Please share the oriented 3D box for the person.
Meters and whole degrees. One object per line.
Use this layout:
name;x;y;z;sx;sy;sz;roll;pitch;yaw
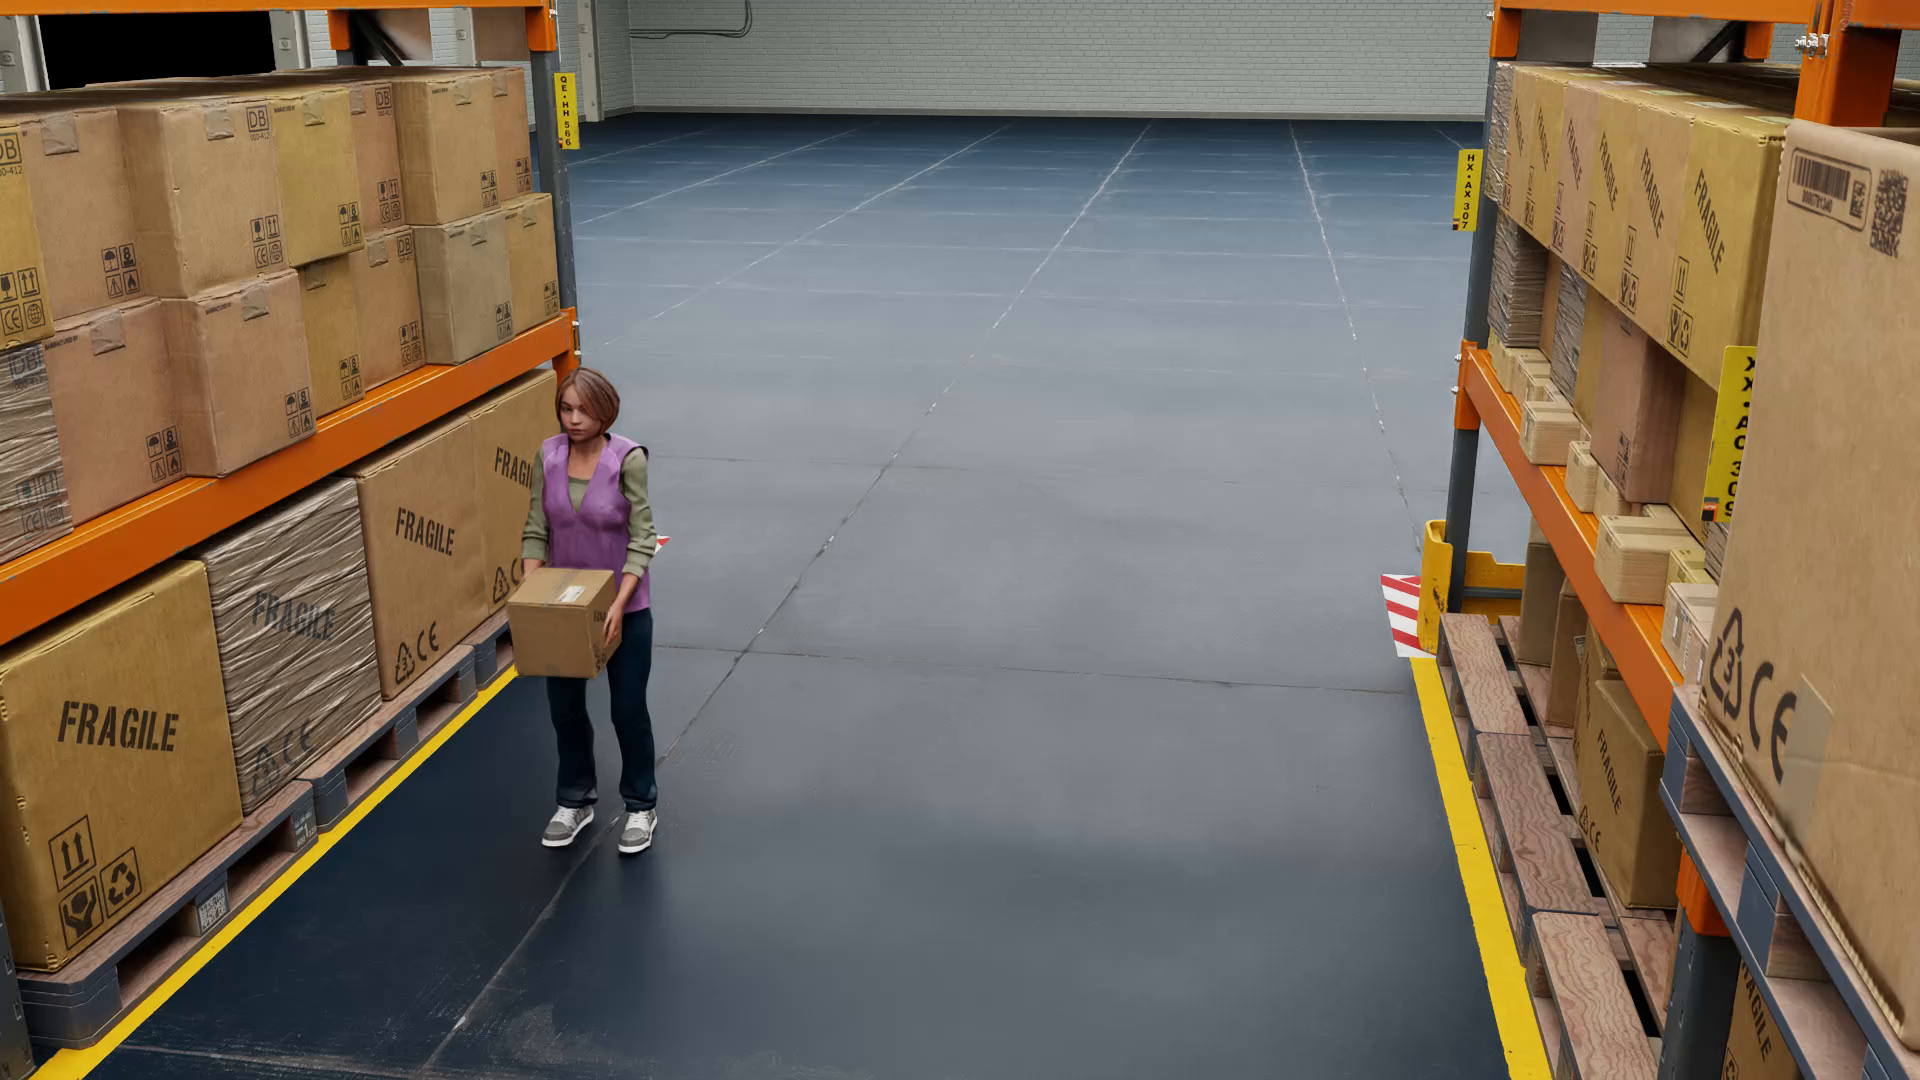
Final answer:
person;-1.176;0.234;5.344;0.444;1.602;0.384;3;18;8
